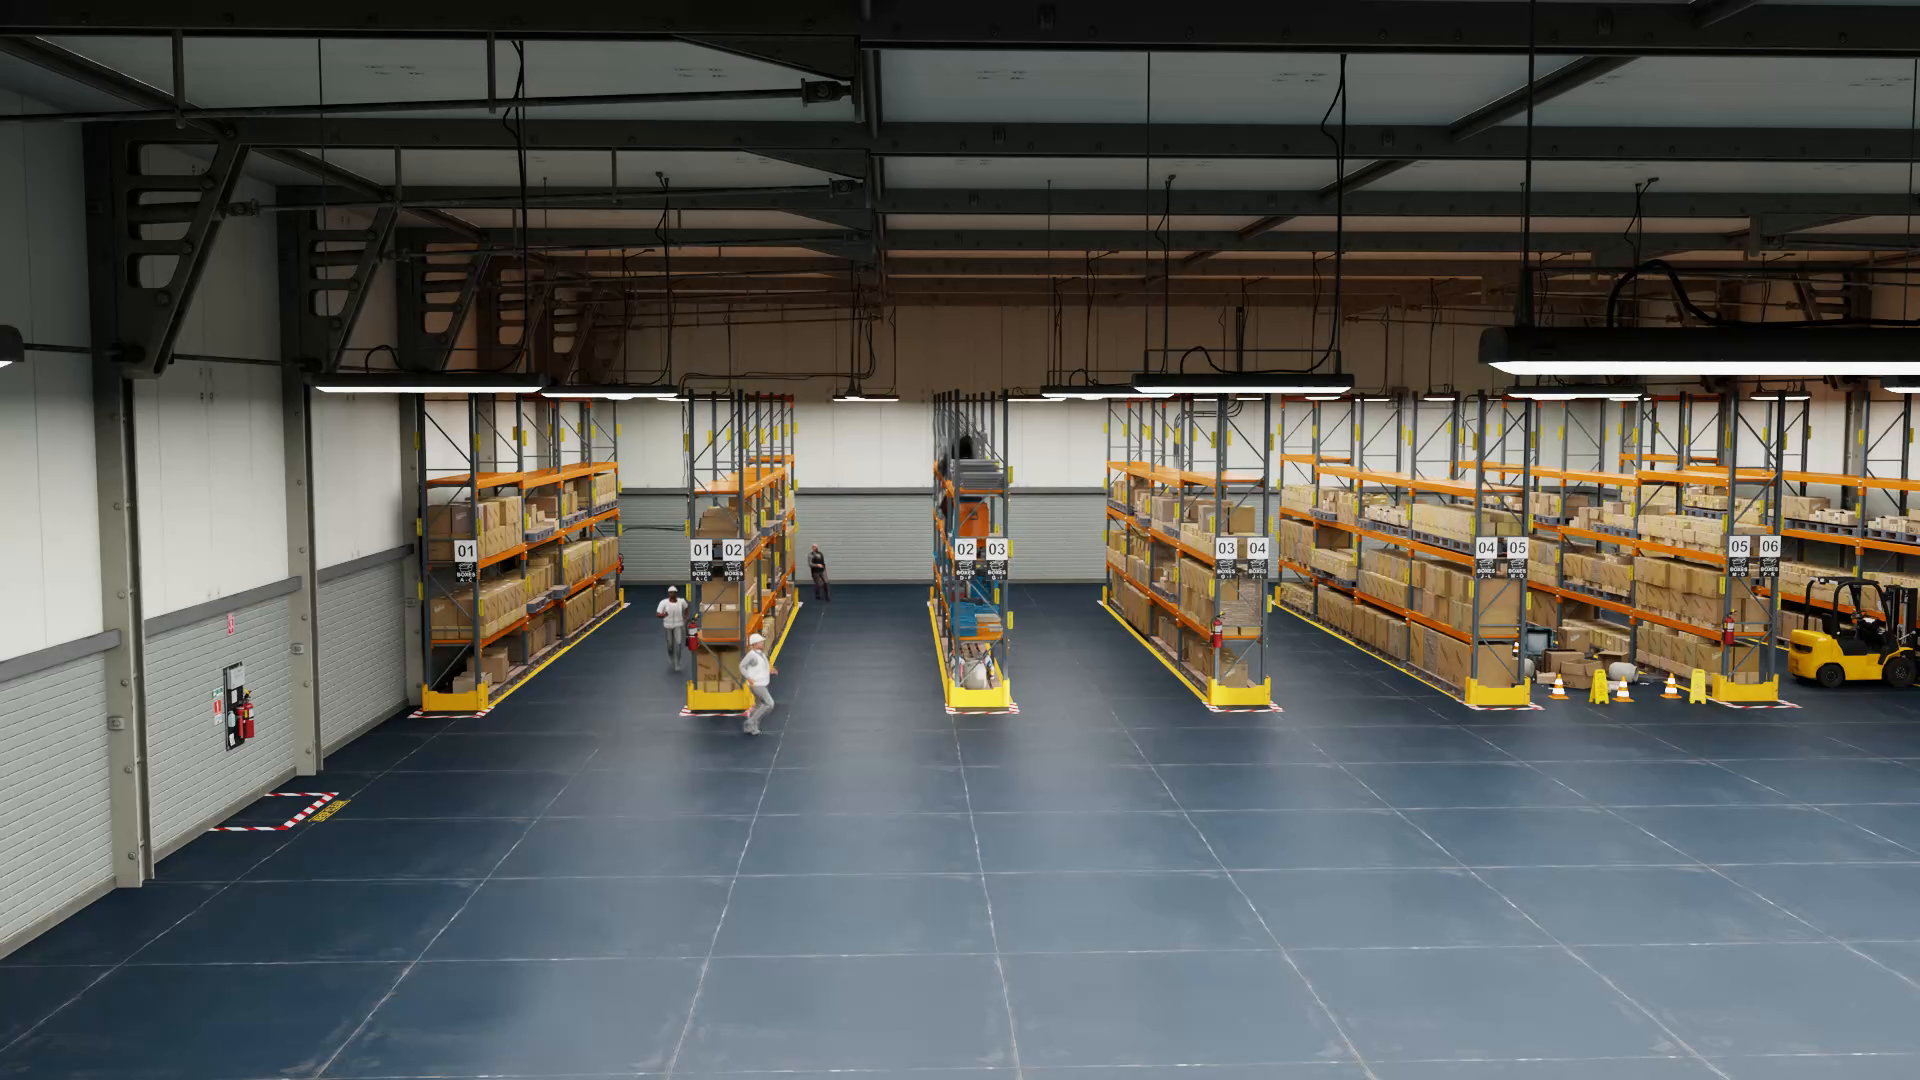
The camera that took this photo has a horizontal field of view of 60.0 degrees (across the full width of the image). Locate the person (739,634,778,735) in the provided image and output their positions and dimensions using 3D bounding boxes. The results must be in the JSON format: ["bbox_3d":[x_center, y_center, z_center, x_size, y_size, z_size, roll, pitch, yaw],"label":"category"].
[{"bbox_3d":[-3.461,2.495,28.760,0.656,1.742,0.640,1,5,12],"label":"person"}]

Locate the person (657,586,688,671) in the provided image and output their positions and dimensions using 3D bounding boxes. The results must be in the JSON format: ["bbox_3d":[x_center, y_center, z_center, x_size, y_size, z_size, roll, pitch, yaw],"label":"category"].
[{"bbox_3d":[-6.206,1.885,35.957,0.688,1.788,0.912,-1,5,-12],"label":"person"}]

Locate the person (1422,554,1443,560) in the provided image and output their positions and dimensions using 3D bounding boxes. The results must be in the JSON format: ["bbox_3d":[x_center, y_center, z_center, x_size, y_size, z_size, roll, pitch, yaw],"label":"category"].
[{"bbox_3d":[14.078,0.848,49.296,0.742,1.834,0.658,0,5,5],"label":"person"}]

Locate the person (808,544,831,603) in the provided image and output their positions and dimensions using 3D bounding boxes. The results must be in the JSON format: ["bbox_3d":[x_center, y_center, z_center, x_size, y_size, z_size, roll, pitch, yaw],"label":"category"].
[{"bbox_3d":[-4.116,0.951,48.078,0.637,1.707,0.711,-3,5,-31],"label":"person"}]
